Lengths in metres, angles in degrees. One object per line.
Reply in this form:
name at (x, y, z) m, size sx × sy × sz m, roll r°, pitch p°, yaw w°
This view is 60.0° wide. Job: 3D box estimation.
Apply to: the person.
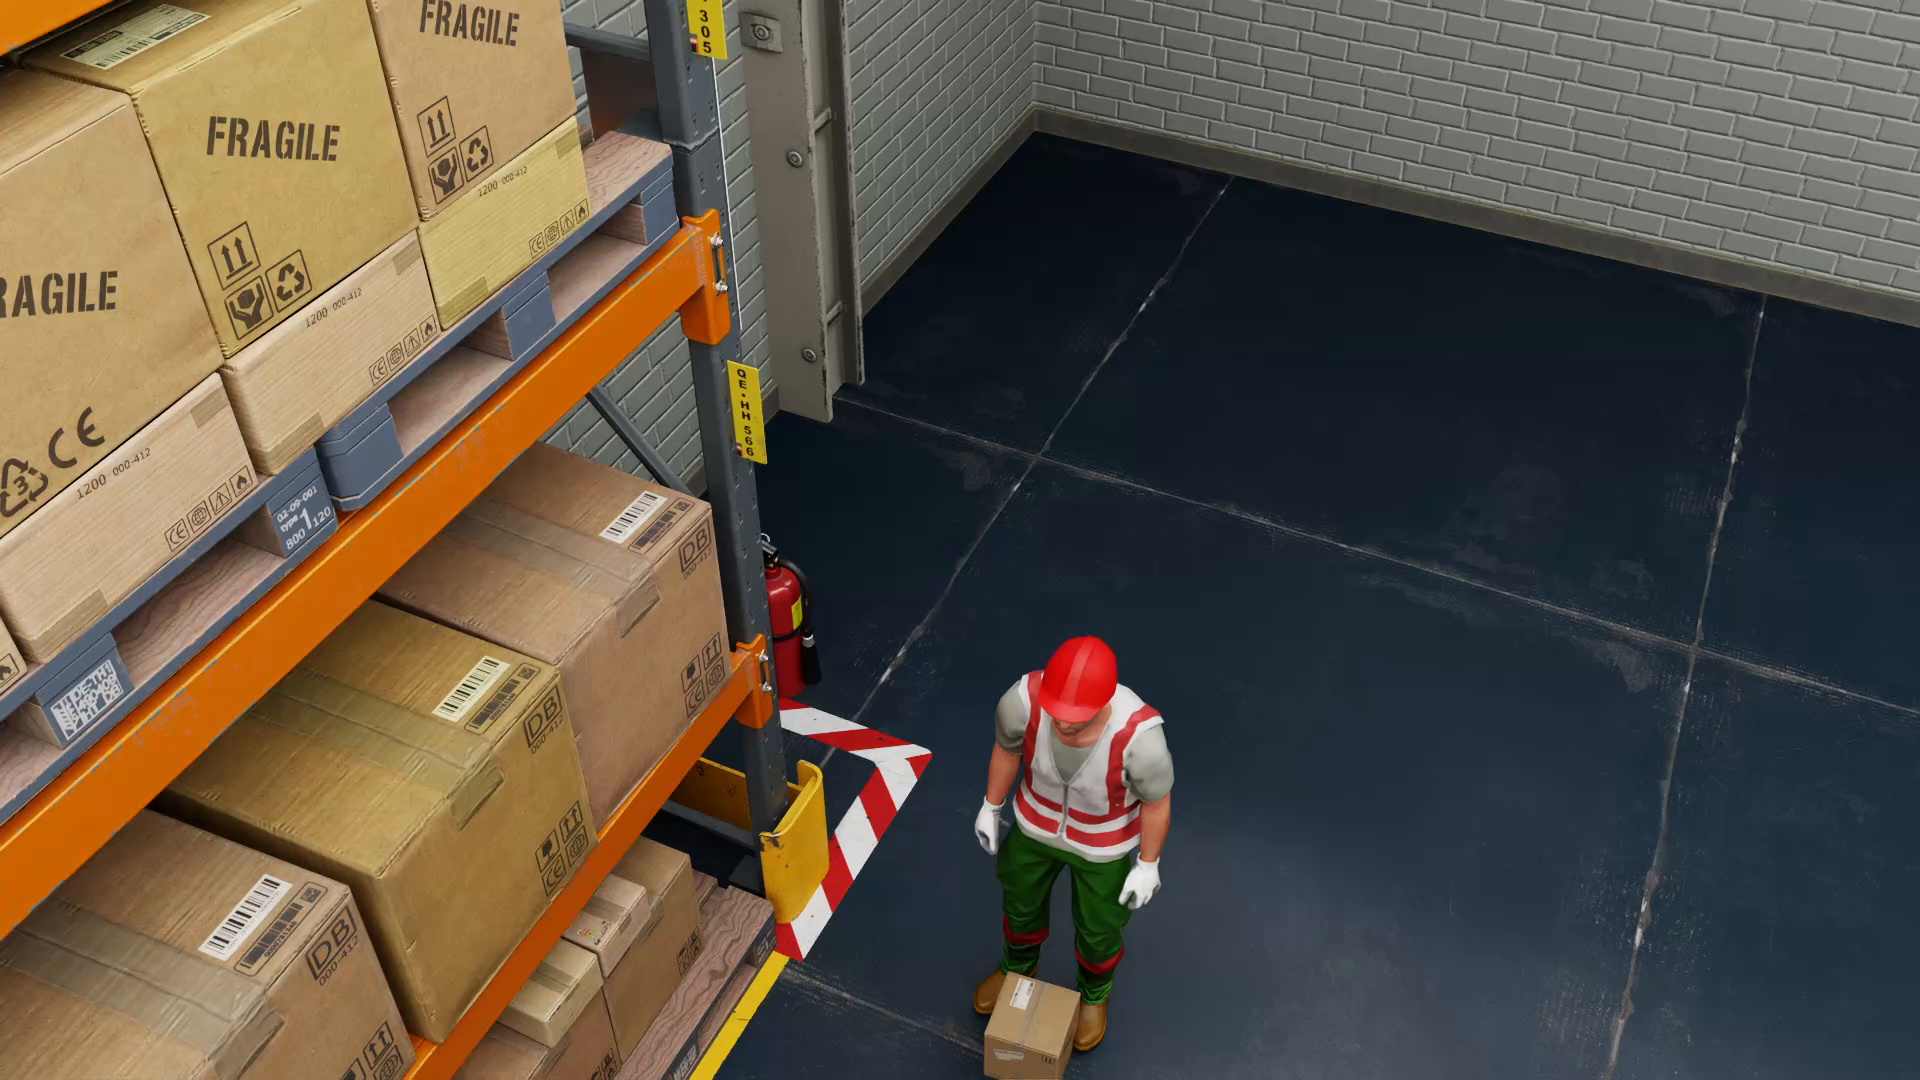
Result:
person at (0.337, 0.916, 5.116) m, size 0.609 × 1.780 × 0.448 m, roll 18°, pitch 45°, yaw 19°
